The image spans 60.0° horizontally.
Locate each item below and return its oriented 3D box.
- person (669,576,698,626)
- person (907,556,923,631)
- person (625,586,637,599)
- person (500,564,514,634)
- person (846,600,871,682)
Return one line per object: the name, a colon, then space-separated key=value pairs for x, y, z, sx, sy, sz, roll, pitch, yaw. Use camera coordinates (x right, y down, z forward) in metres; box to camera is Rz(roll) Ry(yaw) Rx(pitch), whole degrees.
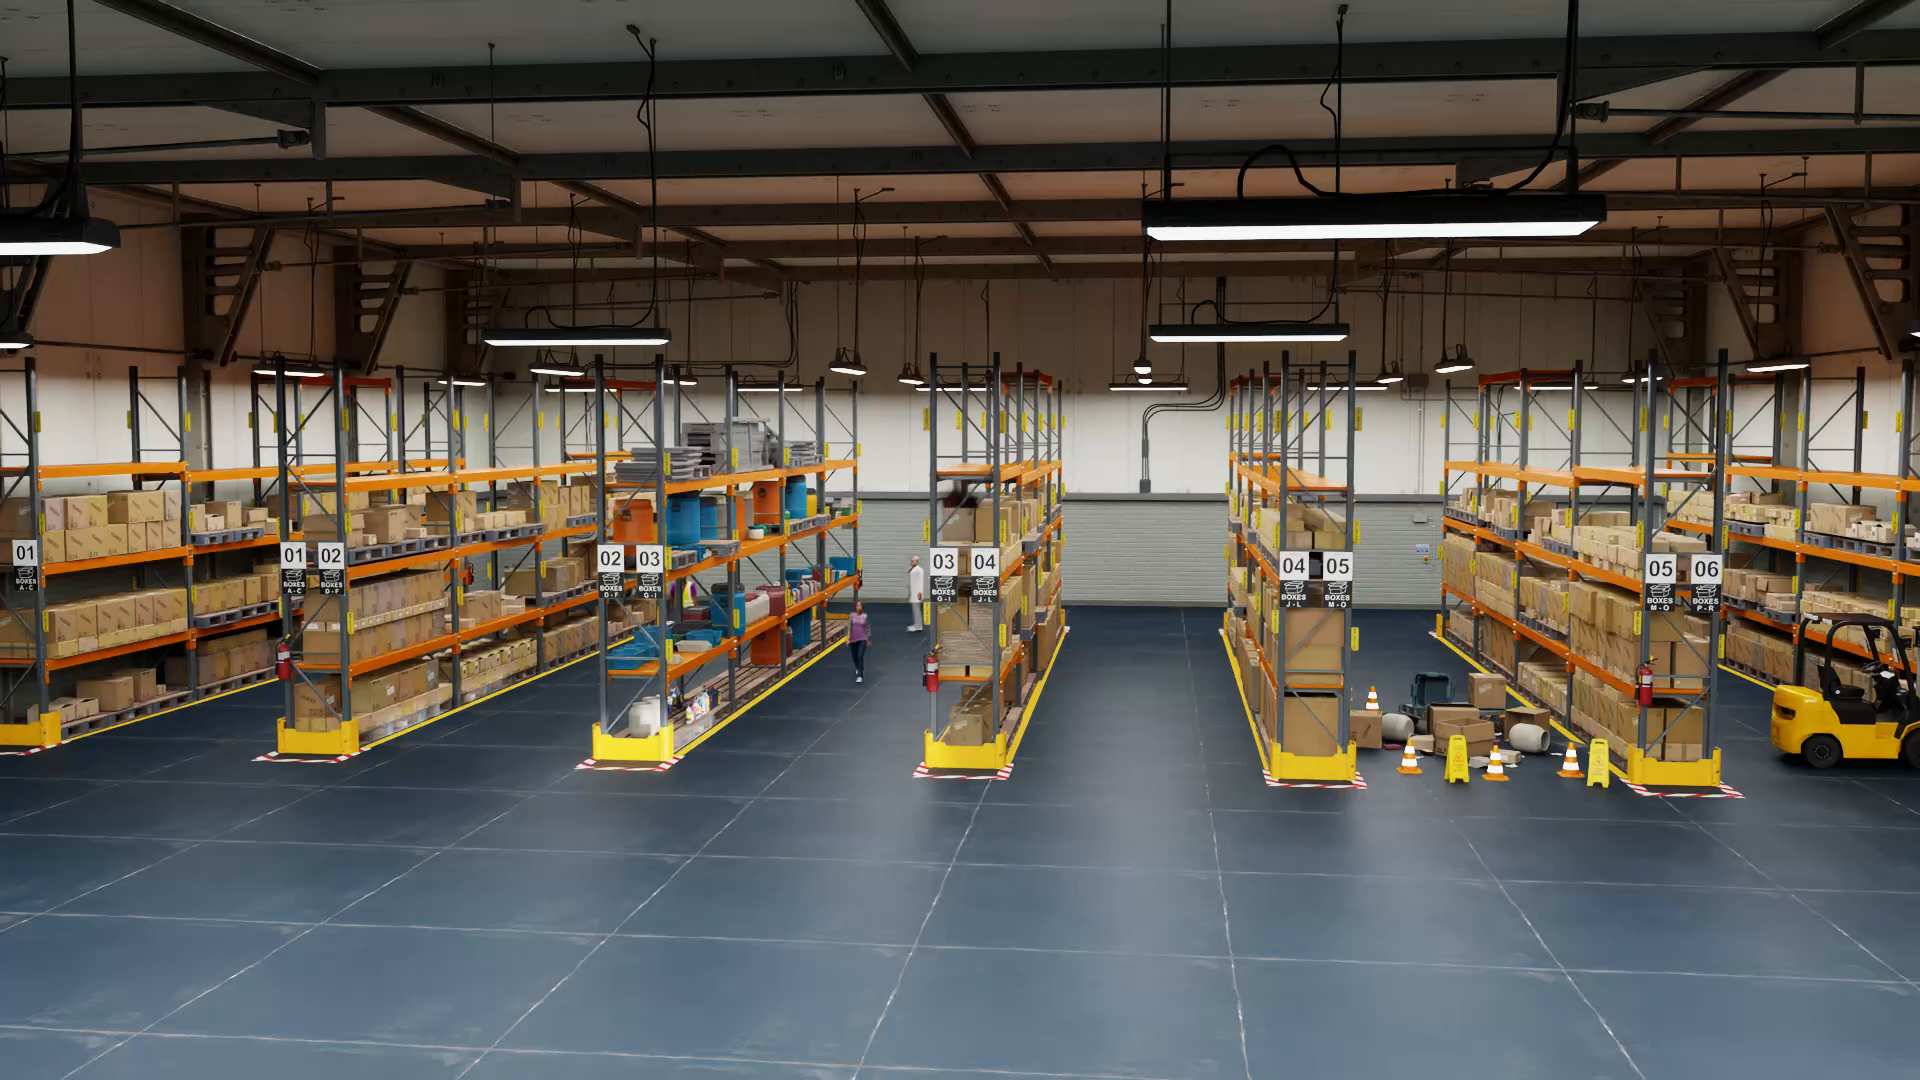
person: x=-6.203 y=1.520 z=37.193 sx=0.697 sy=1.724 sz=1.080 roll=0 pitch=4 yaw=3
person: x=-1.108 y=1.289 z=39.938 sx=0.439 sy=1.766 sz=0.671 roll=-2 pitch=5 yaw=-27
person: x=-8.711 y=0.987 z=44.190 sx=0.598 sy=1.745 sz=0.804 roll=-4 pitch=5 yaw=-41
person: x=-10.671 y=1.382 z=39.498 sx=0.551 sy=1.636 sz=0.940 roll=0 pitch=4 yaw=-3
person: x=-1.951 y=1.943 z=32.226 sx=0.454 sy=1.553 sz=0.870 roll=1 pitch=4 yaw=8
